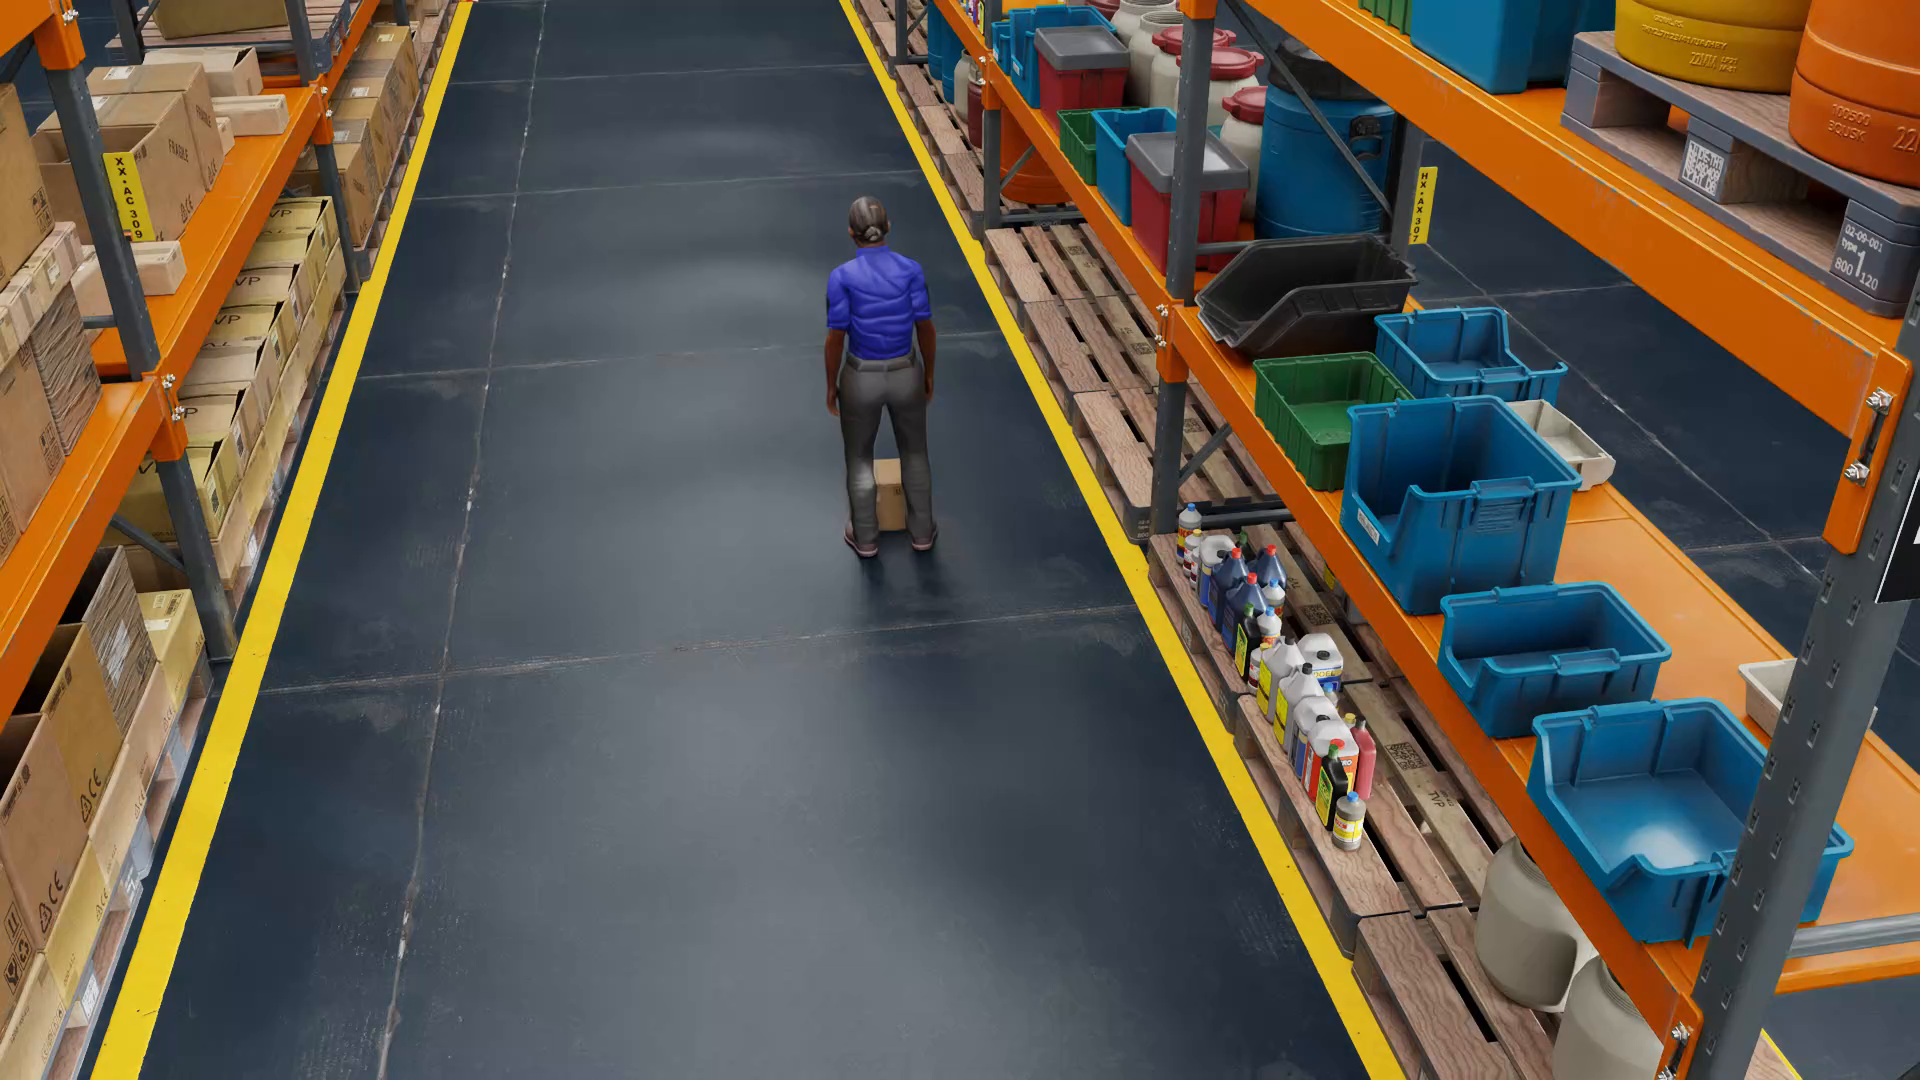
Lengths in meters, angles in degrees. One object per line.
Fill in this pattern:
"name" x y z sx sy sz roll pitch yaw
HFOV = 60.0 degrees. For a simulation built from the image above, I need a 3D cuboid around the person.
"person" -0.338 -0.680 7.308 0.515 1.621 0.349 -7 32 -11
